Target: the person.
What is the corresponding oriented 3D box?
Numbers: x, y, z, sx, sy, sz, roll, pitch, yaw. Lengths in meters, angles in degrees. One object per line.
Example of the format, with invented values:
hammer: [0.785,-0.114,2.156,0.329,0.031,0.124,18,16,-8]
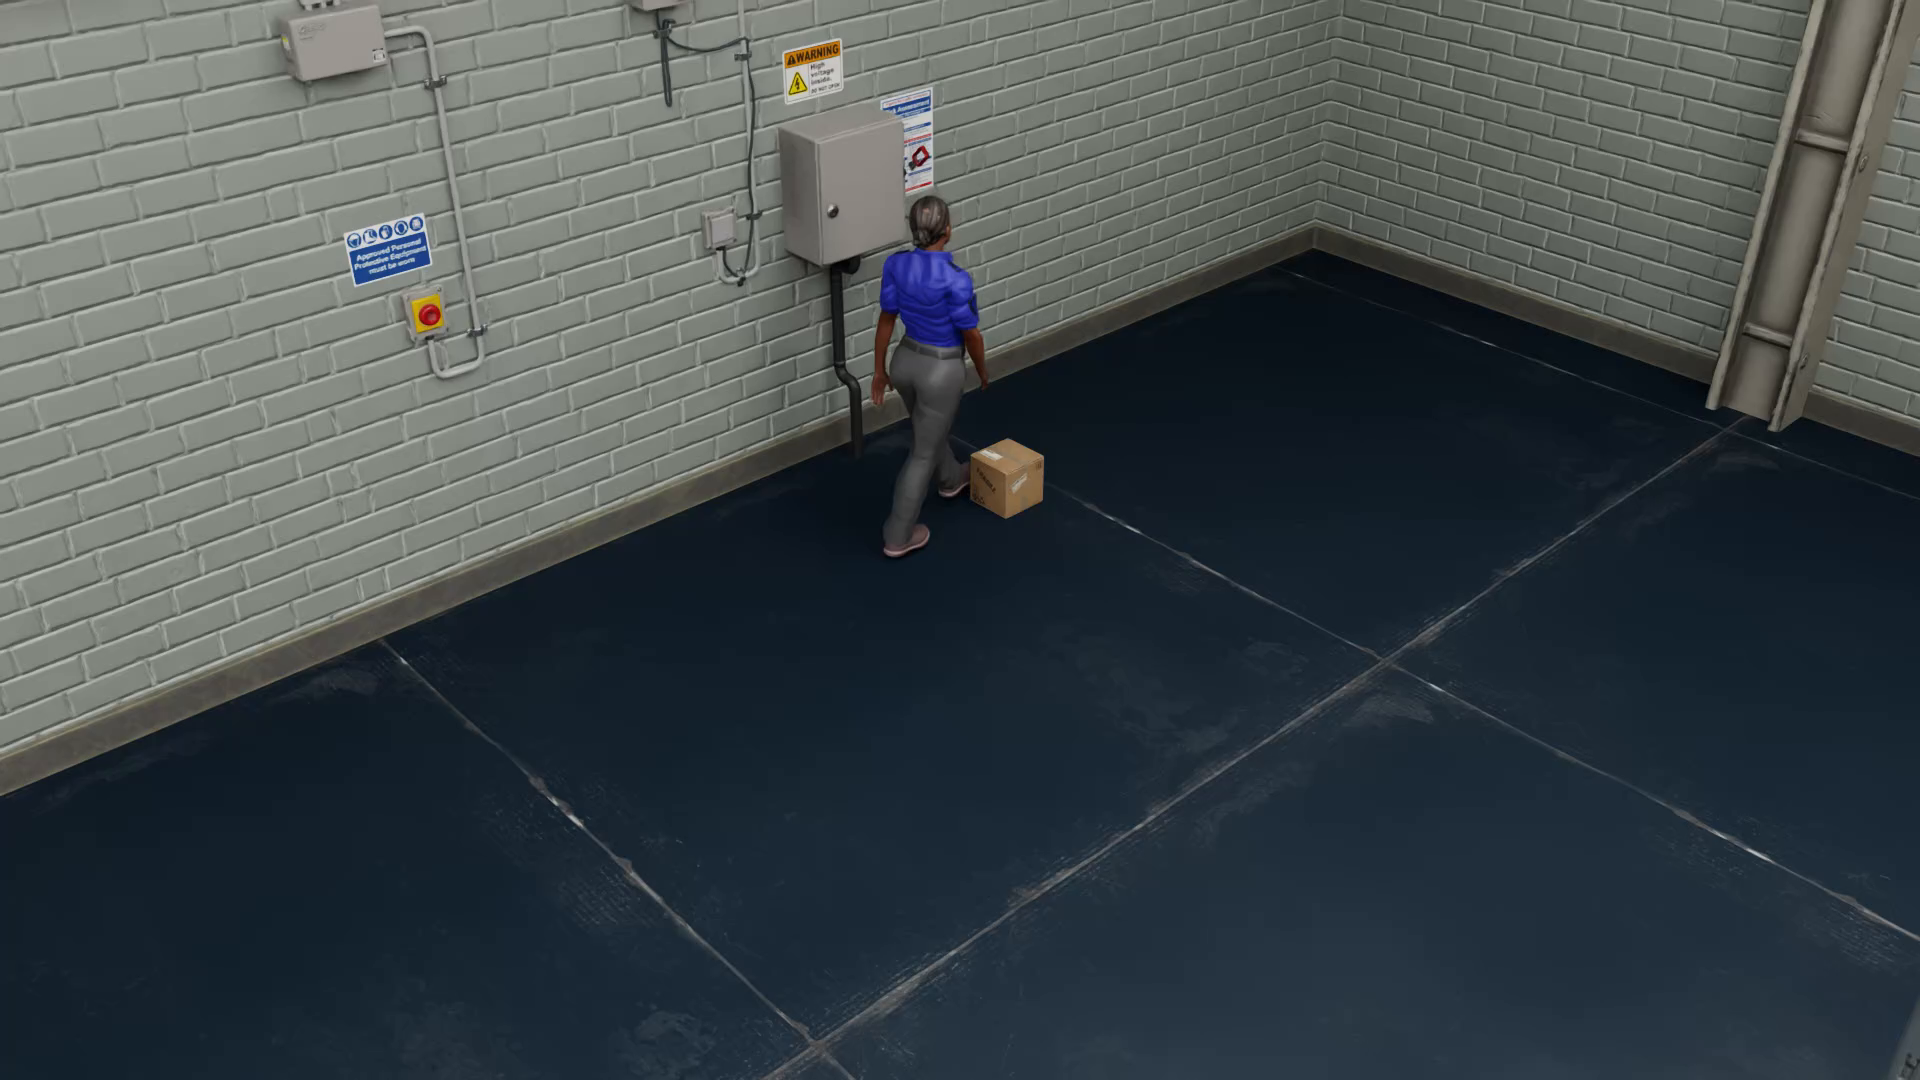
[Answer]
person: [-0.063,-0.771,7.353,0.463,1.629,0.840,24,39,33]
